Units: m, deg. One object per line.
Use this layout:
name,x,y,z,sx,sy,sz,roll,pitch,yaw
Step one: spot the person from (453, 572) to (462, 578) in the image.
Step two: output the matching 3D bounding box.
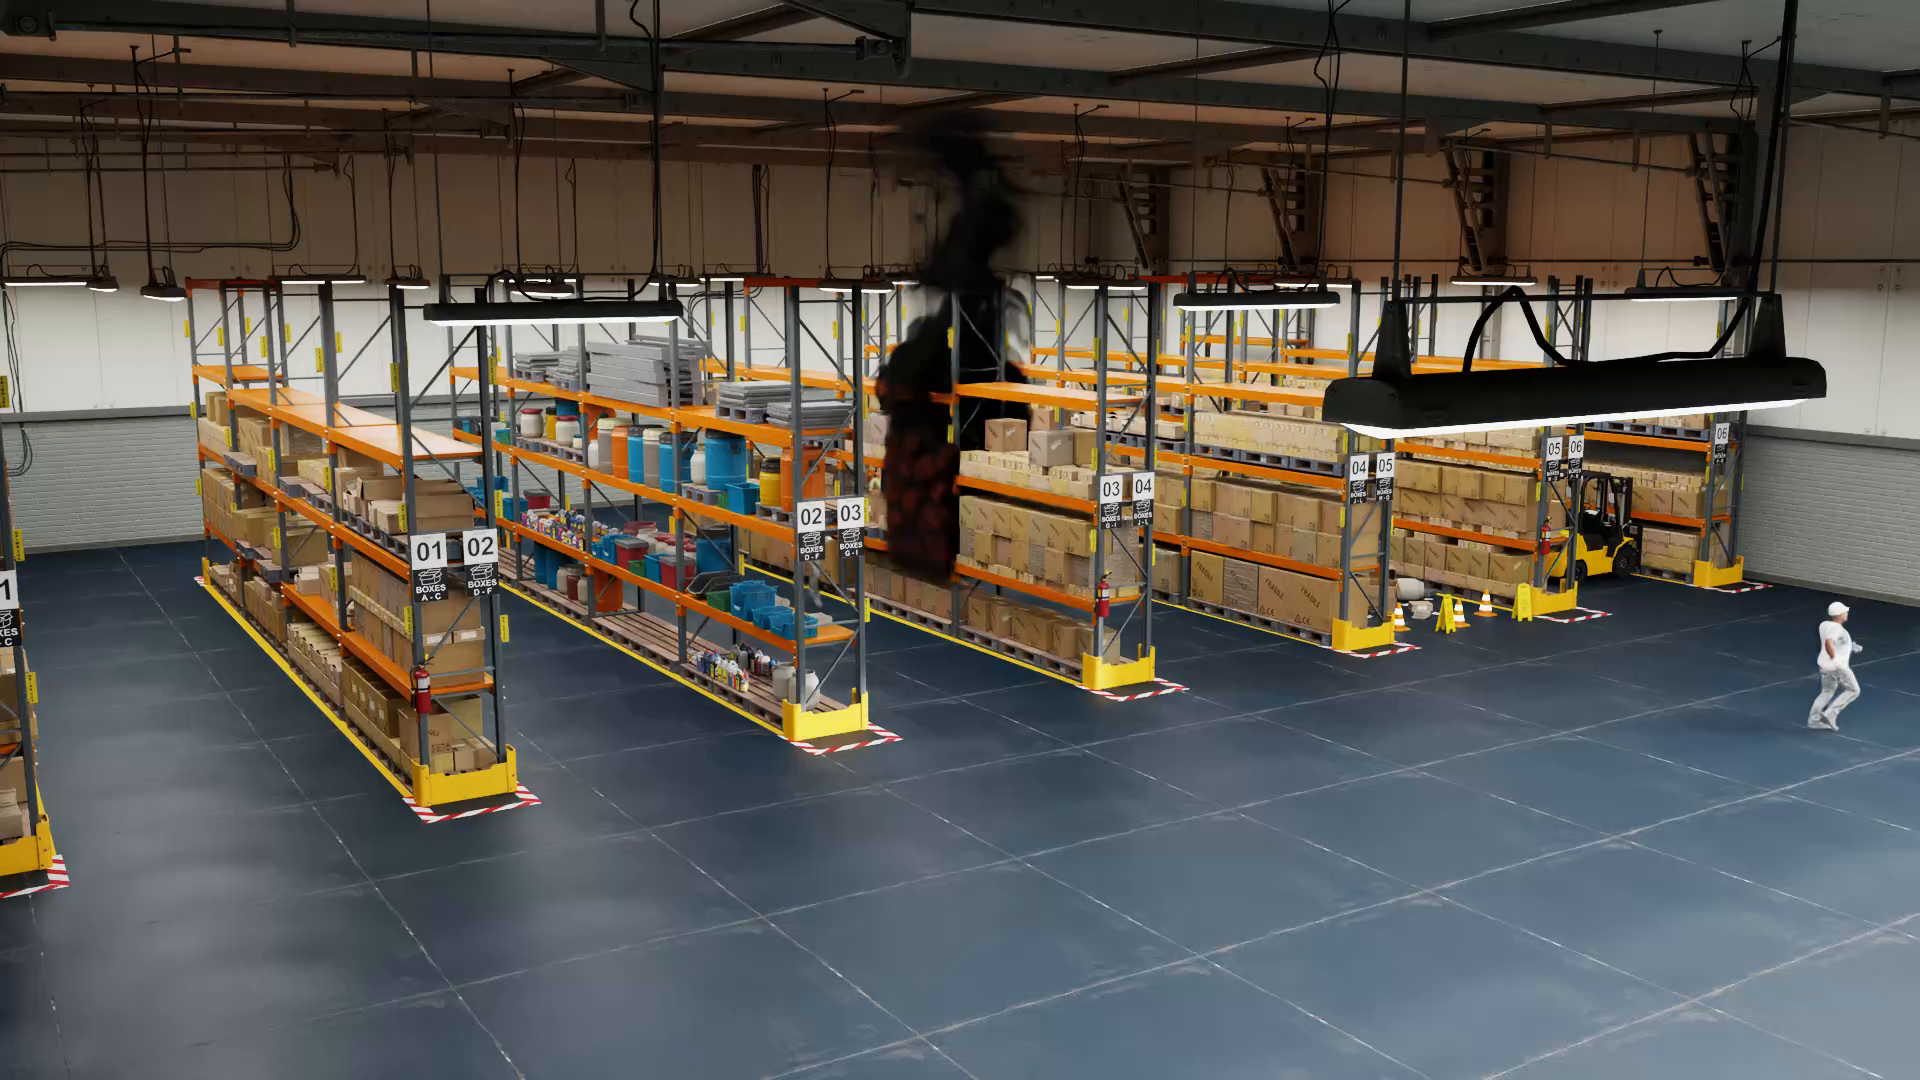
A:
person,-8.957,0.335,29.095,0.692,1.749,0.755,-9,13,-43

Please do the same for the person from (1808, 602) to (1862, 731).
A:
person,11.875,1.711,22.500,0.663,1.753,0.681,0,10,2

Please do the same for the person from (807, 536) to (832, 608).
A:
person,-2.550,0.281,29.622,0.576,1.799,0.692,-9,13,-42

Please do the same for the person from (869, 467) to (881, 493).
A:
person,-1.870,-0.859,37.913,0.570,1.662,0.968,-8,12,-38
